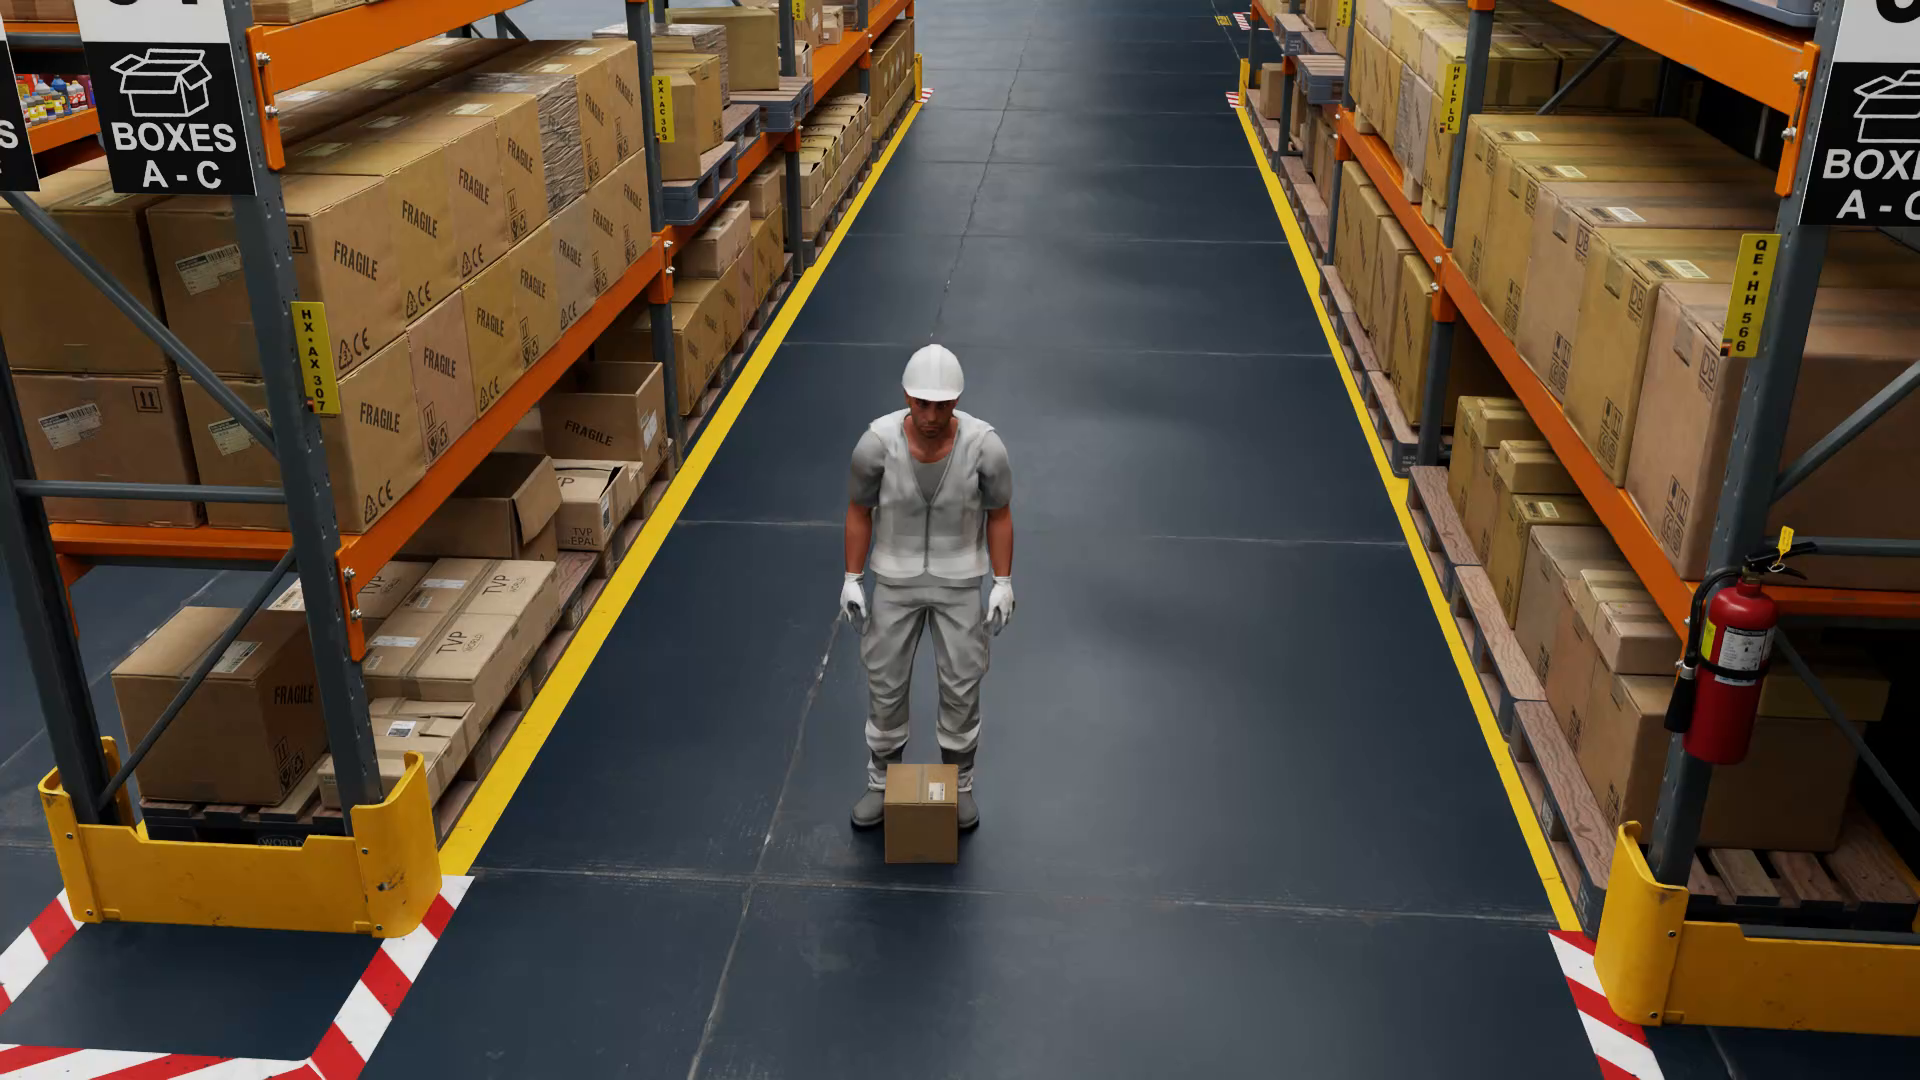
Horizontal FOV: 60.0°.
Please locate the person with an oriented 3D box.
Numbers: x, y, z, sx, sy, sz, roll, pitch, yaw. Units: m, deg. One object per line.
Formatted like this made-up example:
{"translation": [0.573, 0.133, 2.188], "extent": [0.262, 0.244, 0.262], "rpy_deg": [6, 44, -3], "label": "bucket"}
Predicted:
{"translation": [-0.111, 0.170, 5.713], "extent": [0.607, 1.777, 0.454], "rpy_deg": [1, 24, 2], "label": "person"}
